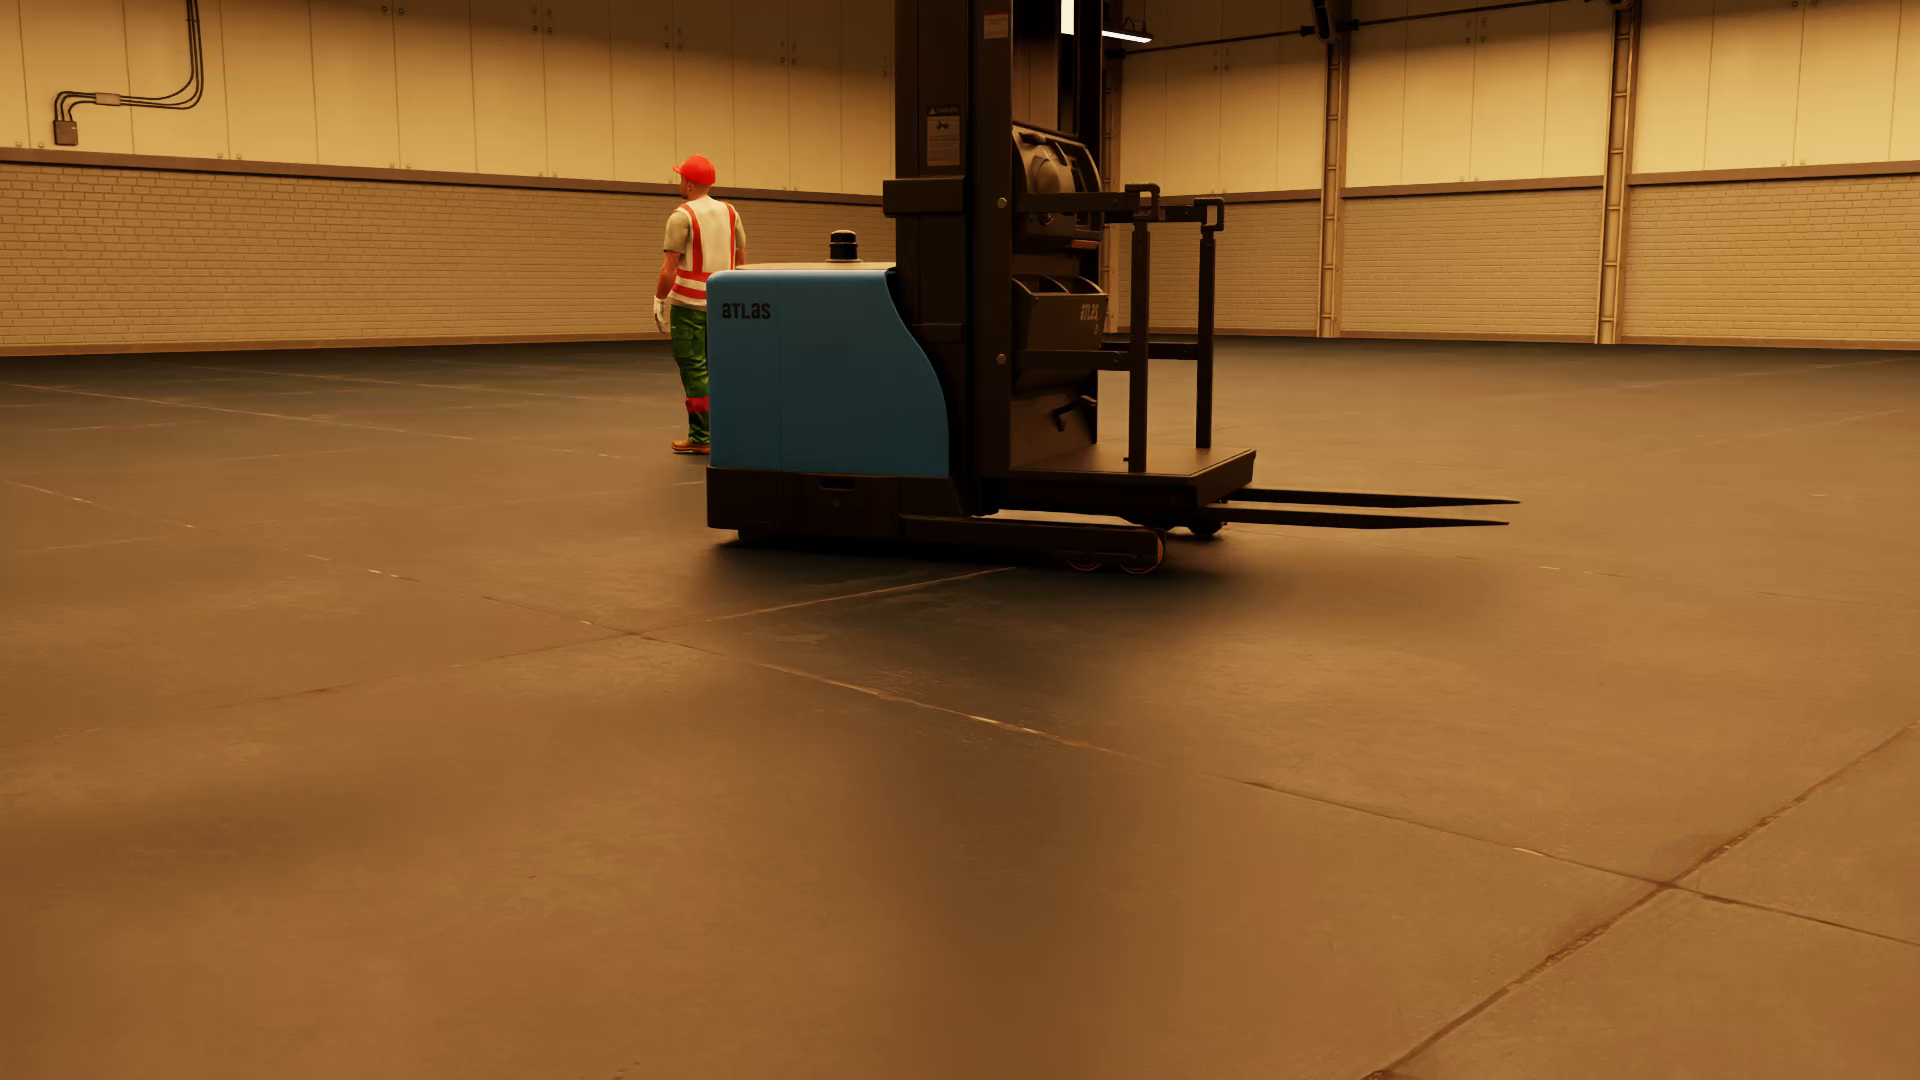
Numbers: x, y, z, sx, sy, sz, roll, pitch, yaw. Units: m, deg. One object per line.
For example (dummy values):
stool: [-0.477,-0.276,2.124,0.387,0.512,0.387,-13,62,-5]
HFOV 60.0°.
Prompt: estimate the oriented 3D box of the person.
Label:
person: [-1.632,-1.430,10.160,0.561,1.790,0.638,8,12,43]

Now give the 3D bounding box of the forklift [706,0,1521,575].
forklift: [0.565,-1.416,6.275,3.031,2.935,1.130,3,9,22]
